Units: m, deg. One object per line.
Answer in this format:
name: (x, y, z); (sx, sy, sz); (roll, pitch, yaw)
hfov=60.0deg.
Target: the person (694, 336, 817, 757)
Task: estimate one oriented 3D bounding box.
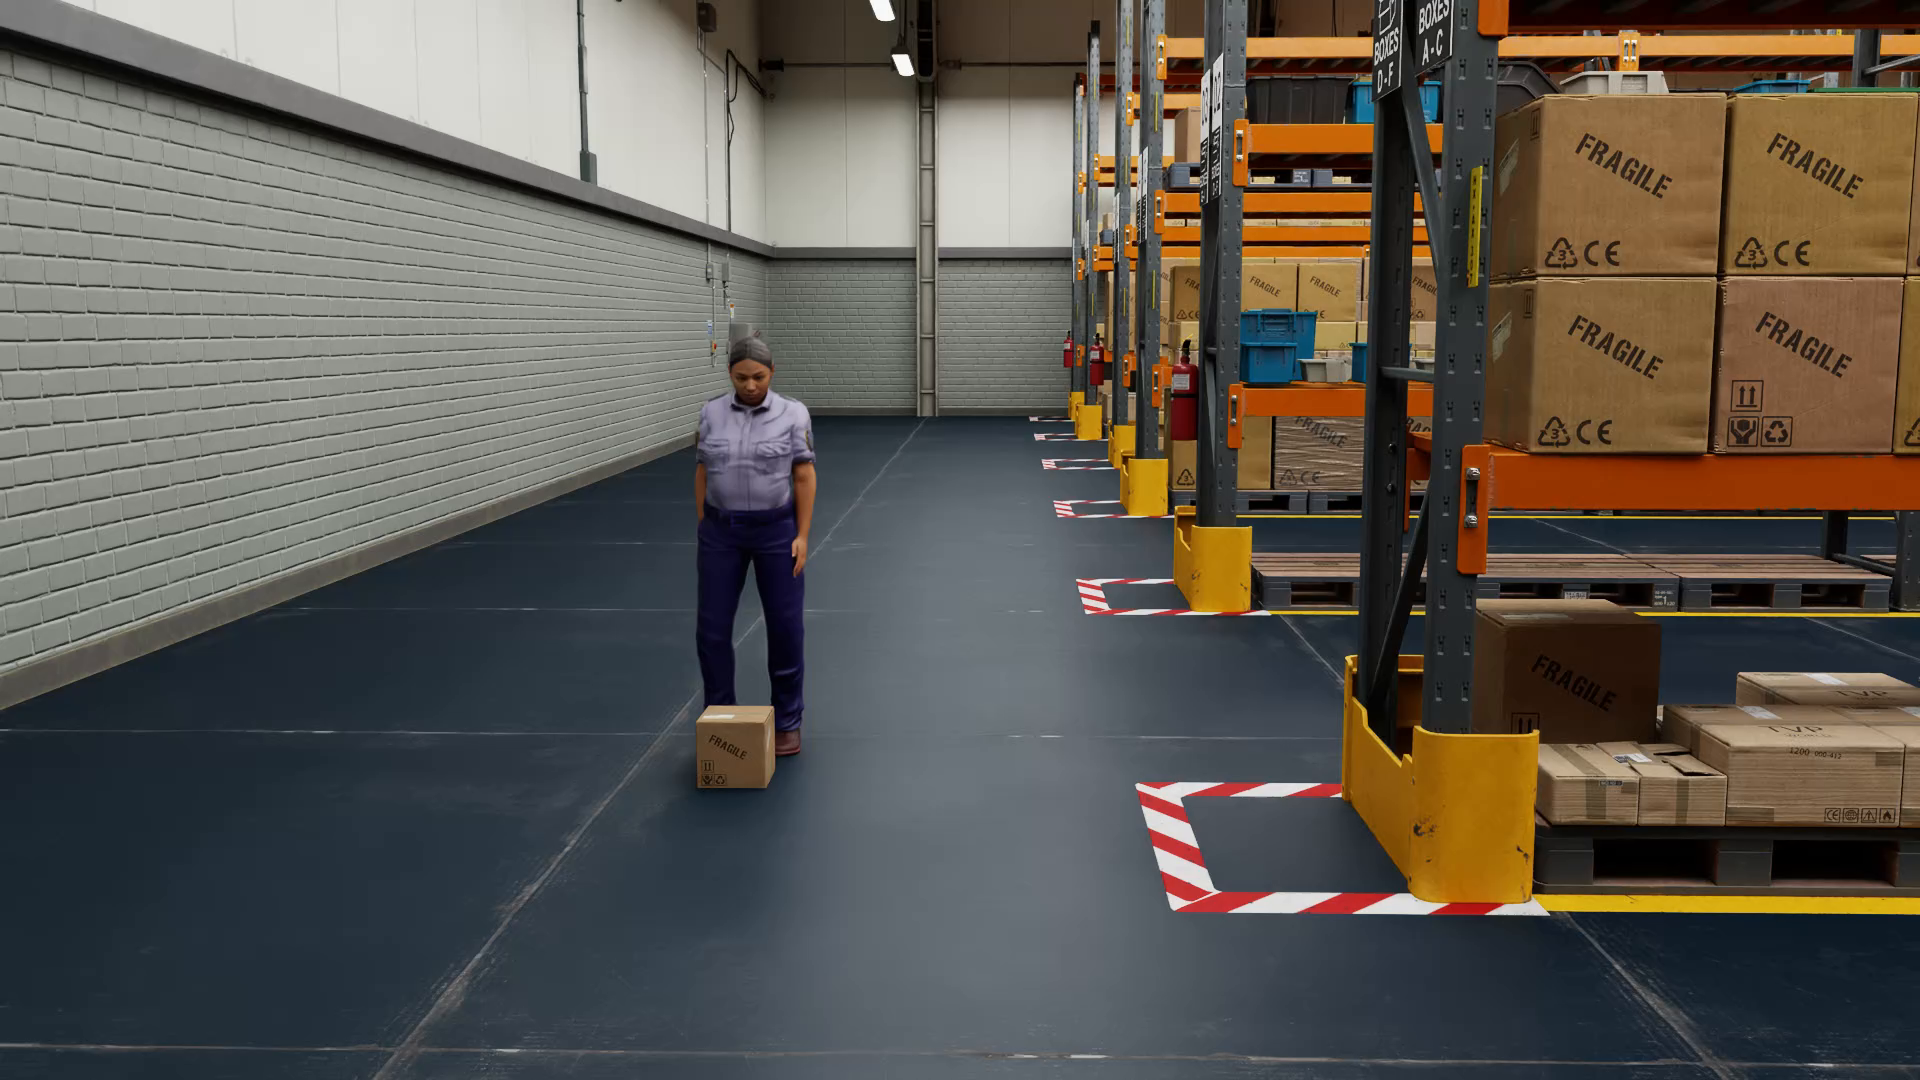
person: (-0.799, 0.023, 6.519); (0.483, 1.631, 0.352); (0, 7, 2)
